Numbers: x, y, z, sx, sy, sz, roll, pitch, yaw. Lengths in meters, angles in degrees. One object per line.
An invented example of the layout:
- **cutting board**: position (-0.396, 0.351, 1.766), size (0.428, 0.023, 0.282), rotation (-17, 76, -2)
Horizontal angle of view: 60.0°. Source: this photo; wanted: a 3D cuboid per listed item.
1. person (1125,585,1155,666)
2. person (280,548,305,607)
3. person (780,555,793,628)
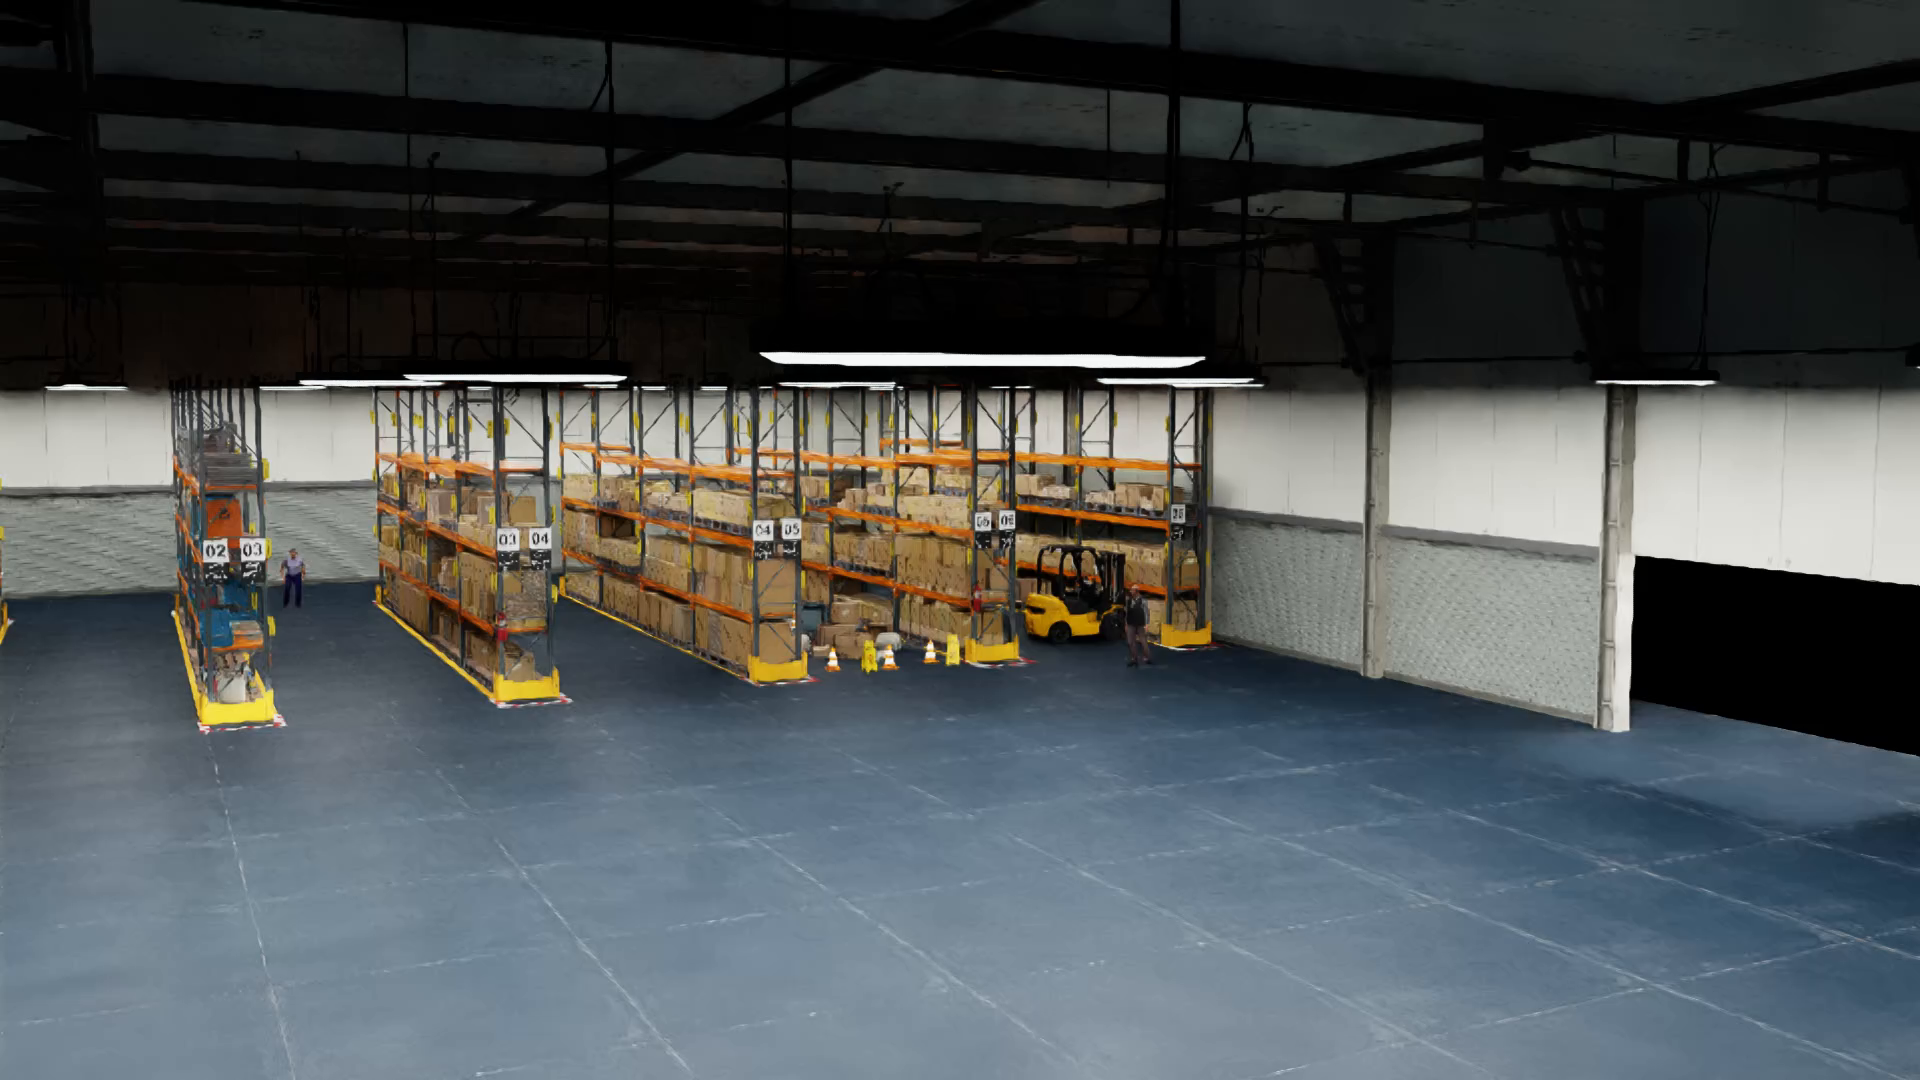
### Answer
- **person**: position (3.749, 1.784, 34.844), size (0.629, 1.706, 0.536), rotation (4, 6, 37)
- **person**: position (-17.752, 1.002, 44.248), size (0.625, 1.596, 0.517), rotation (-3, 6, -29)
- **person**: position (-4.287, 1.233, 40.333), size (0.608, 1.770, 0.656), rotation (0, 5, 1)
